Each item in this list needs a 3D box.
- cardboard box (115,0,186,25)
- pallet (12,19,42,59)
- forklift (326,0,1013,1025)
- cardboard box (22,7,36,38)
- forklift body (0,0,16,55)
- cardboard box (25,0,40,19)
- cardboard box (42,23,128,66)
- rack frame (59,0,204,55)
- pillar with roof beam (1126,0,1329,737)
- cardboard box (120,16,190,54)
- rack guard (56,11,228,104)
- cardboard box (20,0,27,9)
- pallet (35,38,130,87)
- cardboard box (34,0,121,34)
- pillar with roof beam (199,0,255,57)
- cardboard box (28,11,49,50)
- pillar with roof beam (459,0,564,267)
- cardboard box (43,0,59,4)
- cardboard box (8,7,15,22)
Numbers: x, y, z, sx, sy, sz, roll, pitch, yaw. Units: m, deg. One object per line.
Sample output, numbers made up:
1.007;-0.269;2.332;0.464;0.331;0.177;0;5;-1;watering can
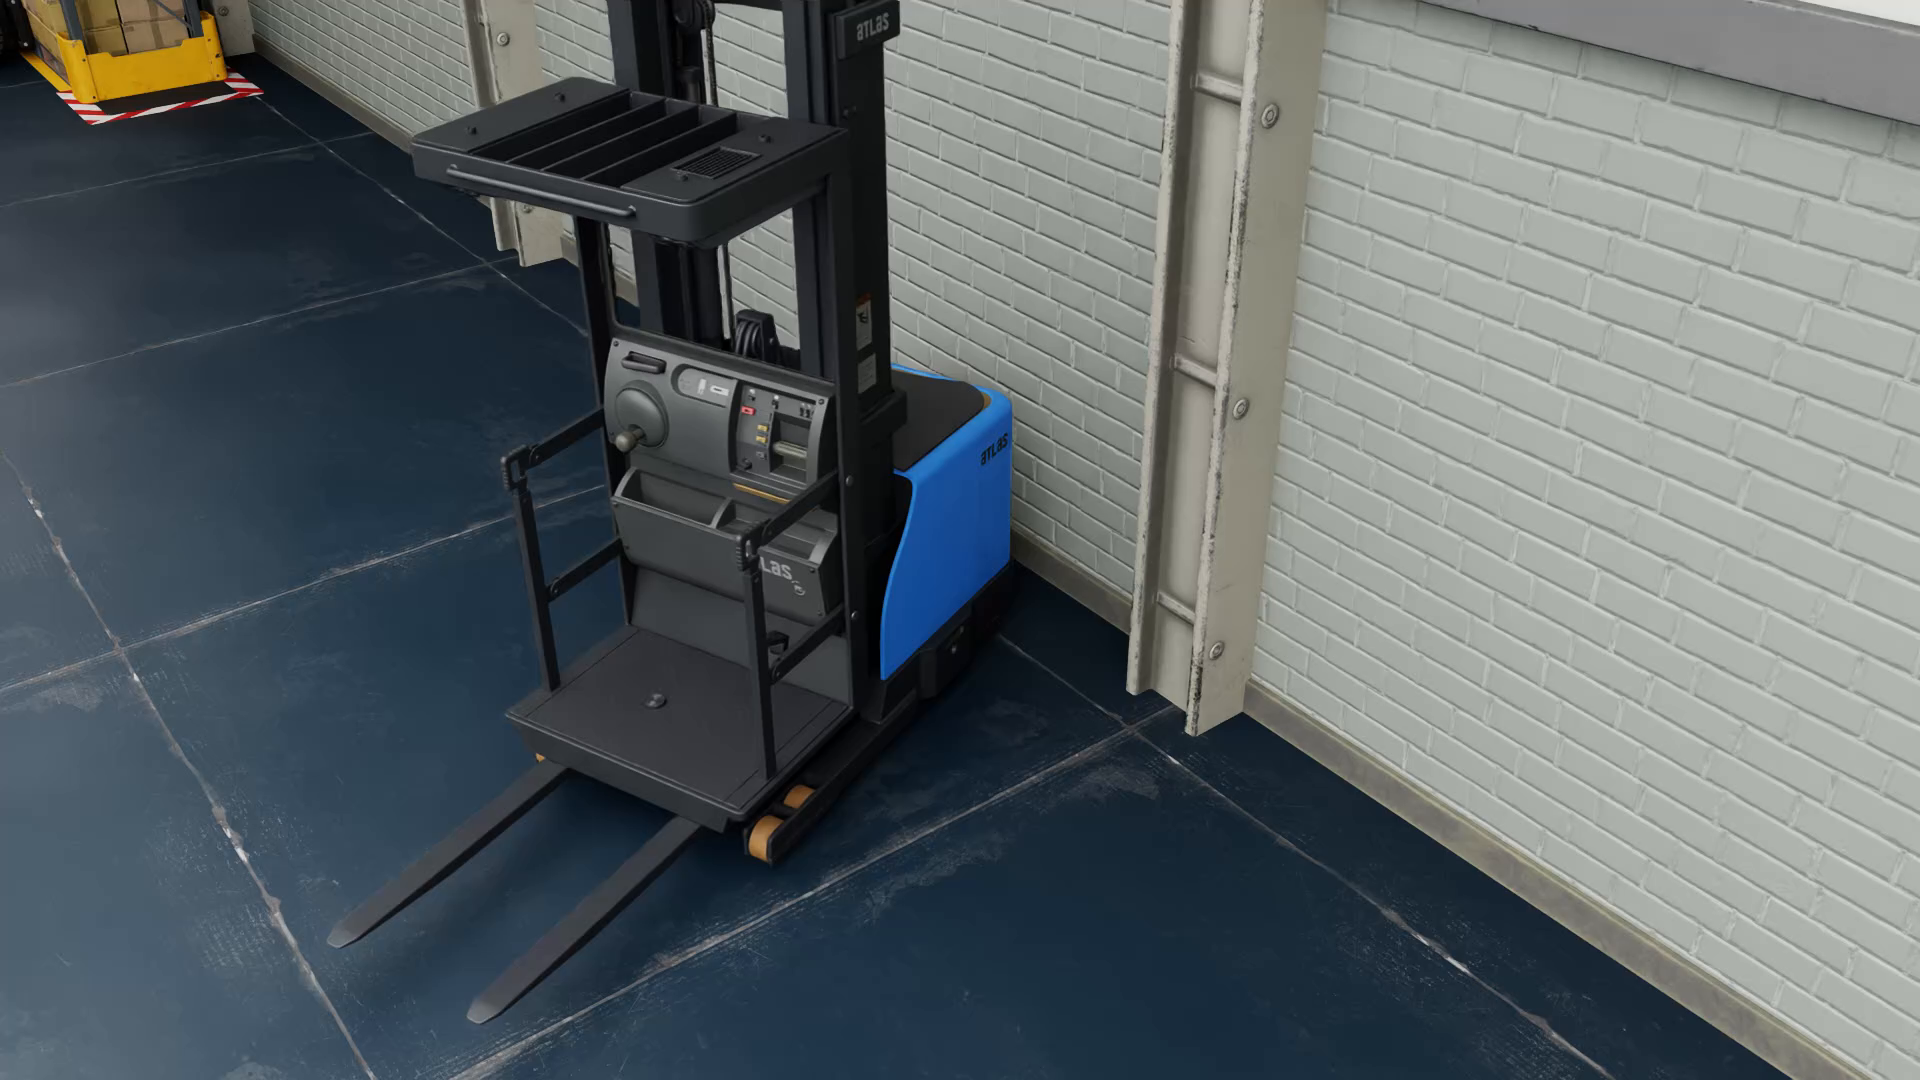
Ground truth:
-6.853;-4.540;13.951;0.500;0.250;0.500;-21;38;-31;cardboard box
-7.975;-4.683;15.089;1.003;0.211;1.213;-22;38;-31;pallet
-0.957;-0.379;5.582;1.130;2.935;3.031;17;36;26;forklift
-7.864;-4.580;14.489;0.500;0.250;0.500;-22;38;-31;cardboard box
-9.333;-4.893;13.590;2.313;2.155;1.214;-22;38;-31;forklift body
-7.573;-4.591;14.033;0.500;0.250;0.500;-23;38;-32;cardboard box
-7.267;-4.158;13.810;0.500;0.250;0.500;-22;38;-31;cardboard box
-6.729;-5.054;13.044;1.000;3.000;0.127;-22;38;-31;rack frame
-2.486;-1.790;2.103;9.100;9.000;0.400;-22;38;-31;pillar with roof beam
-6.876;-4.332;14.090;0.500;0.250;0.500;-22;38;-31;cardboard box
-6.714;-3.982;13.688;1.175;0.500;0.348;-22;38;-31;rack guard
-7.907;-4.799;14.368;0.500;0.250;0.500;-23;39;-32;cardboard box
-7.231;-4.175;14.271;1.003;0.211;1.213;-22;38;-31;pallet
-7.274;-4.378;13.691;0.500;0.250;0.500;-23;38;-32;cardboard box
-9.845;-6.791;10.156;9.100;9.000;0.400;-22;38;-31;pillar with roof beam
-7.564;-4.368;14.148;0.500;0.250;0.500;-22;38;-31;cardboard box
-6.165;-4.291;6.129;9.100;9.000;0.400;-22;38;-31;pillar with roof beam
-7.258;-4.580;13.542;0.500;0.250;0.500;-21;37;-30;cardboard box
-8.200;-4.789;14.826;0.500;0.250;0.500;-21;38;-30;cardboard box
